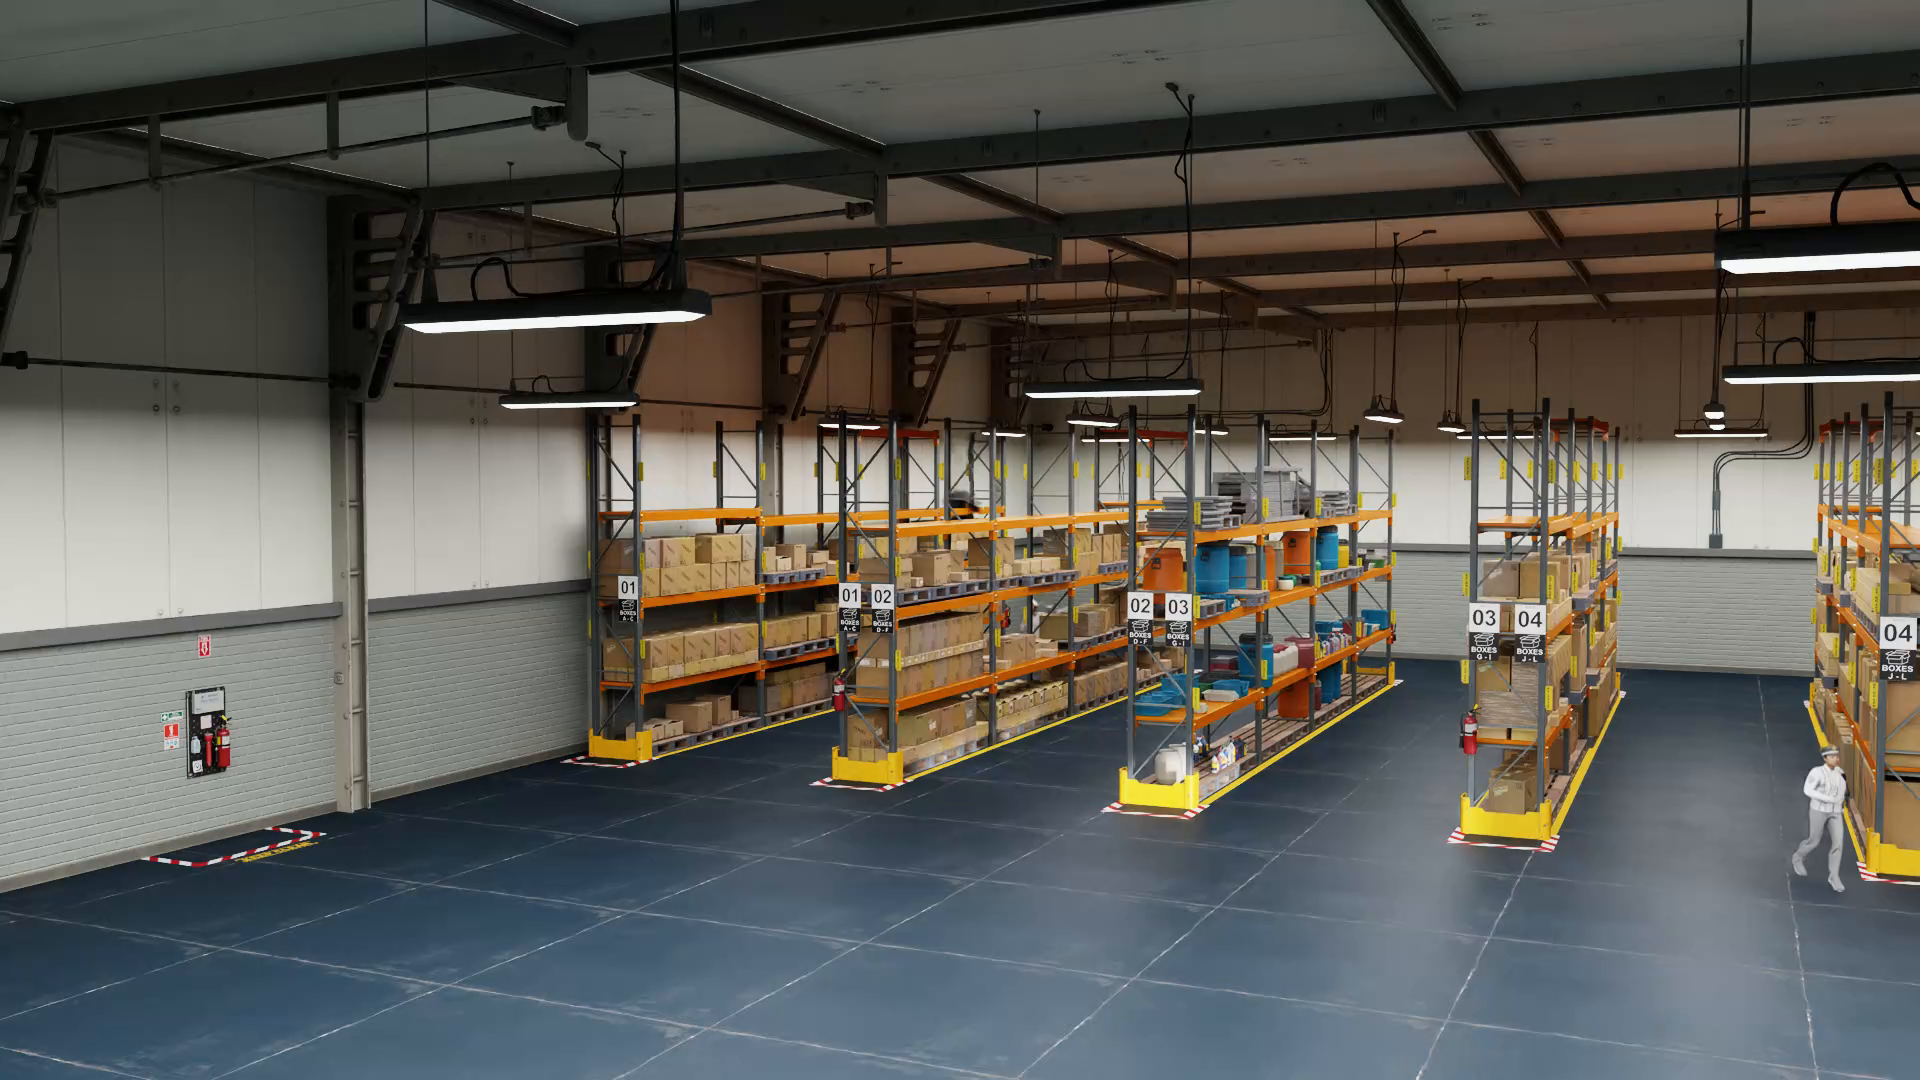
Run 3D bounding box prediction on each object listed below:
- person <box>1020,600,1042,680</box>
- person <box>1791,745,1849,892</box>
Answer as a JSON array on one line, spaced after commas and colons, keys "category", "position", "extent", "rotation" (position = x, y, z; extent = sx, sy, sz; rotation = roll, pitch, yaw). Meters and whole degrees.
[{"category": "person", "position": [1.687, 2.271, 38.092], "extent": [0.646, 1.792, 0.878], "rotation": [1, 3, 28]}, {"category": "person", "position": [10.502, 3.327, 20.195], "extent": [0.635, 1.733, 0.832], "rotation": [0, 2, -8]}]
